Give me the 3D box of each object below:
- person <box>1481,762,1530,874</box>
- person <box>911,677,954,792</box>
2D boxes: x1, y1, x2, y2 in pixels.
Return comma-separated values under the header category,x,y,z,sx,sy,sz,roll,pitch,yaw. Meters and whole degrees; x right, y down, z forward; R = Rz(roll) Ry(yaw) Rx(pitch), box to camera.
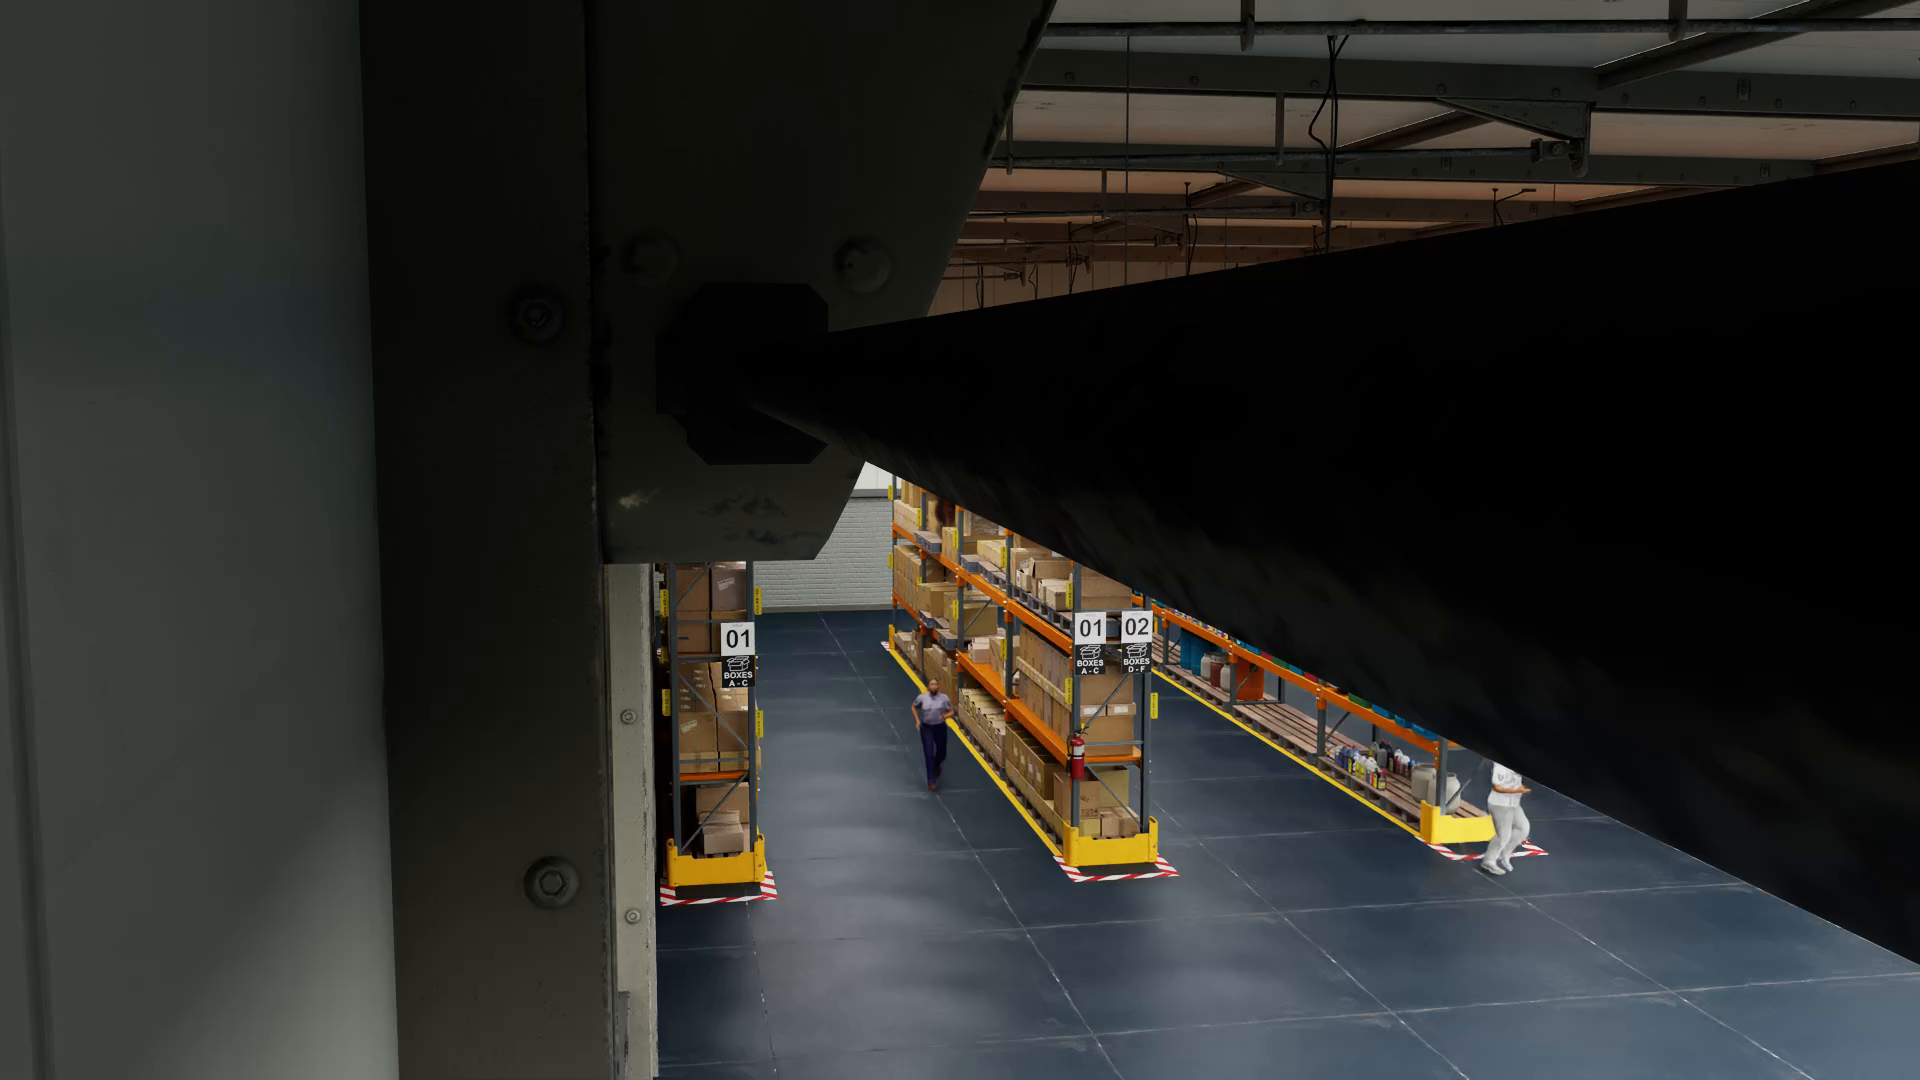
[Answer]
category,x,y,z,sx,sy,sz,roll,pitch,yaw
person,6.777,3.304,20.561,0.577,1.685,0.619,4,7,30
person,-0.393,2.841,24.698,0.615,1.624,0.899,-1,6,-10
